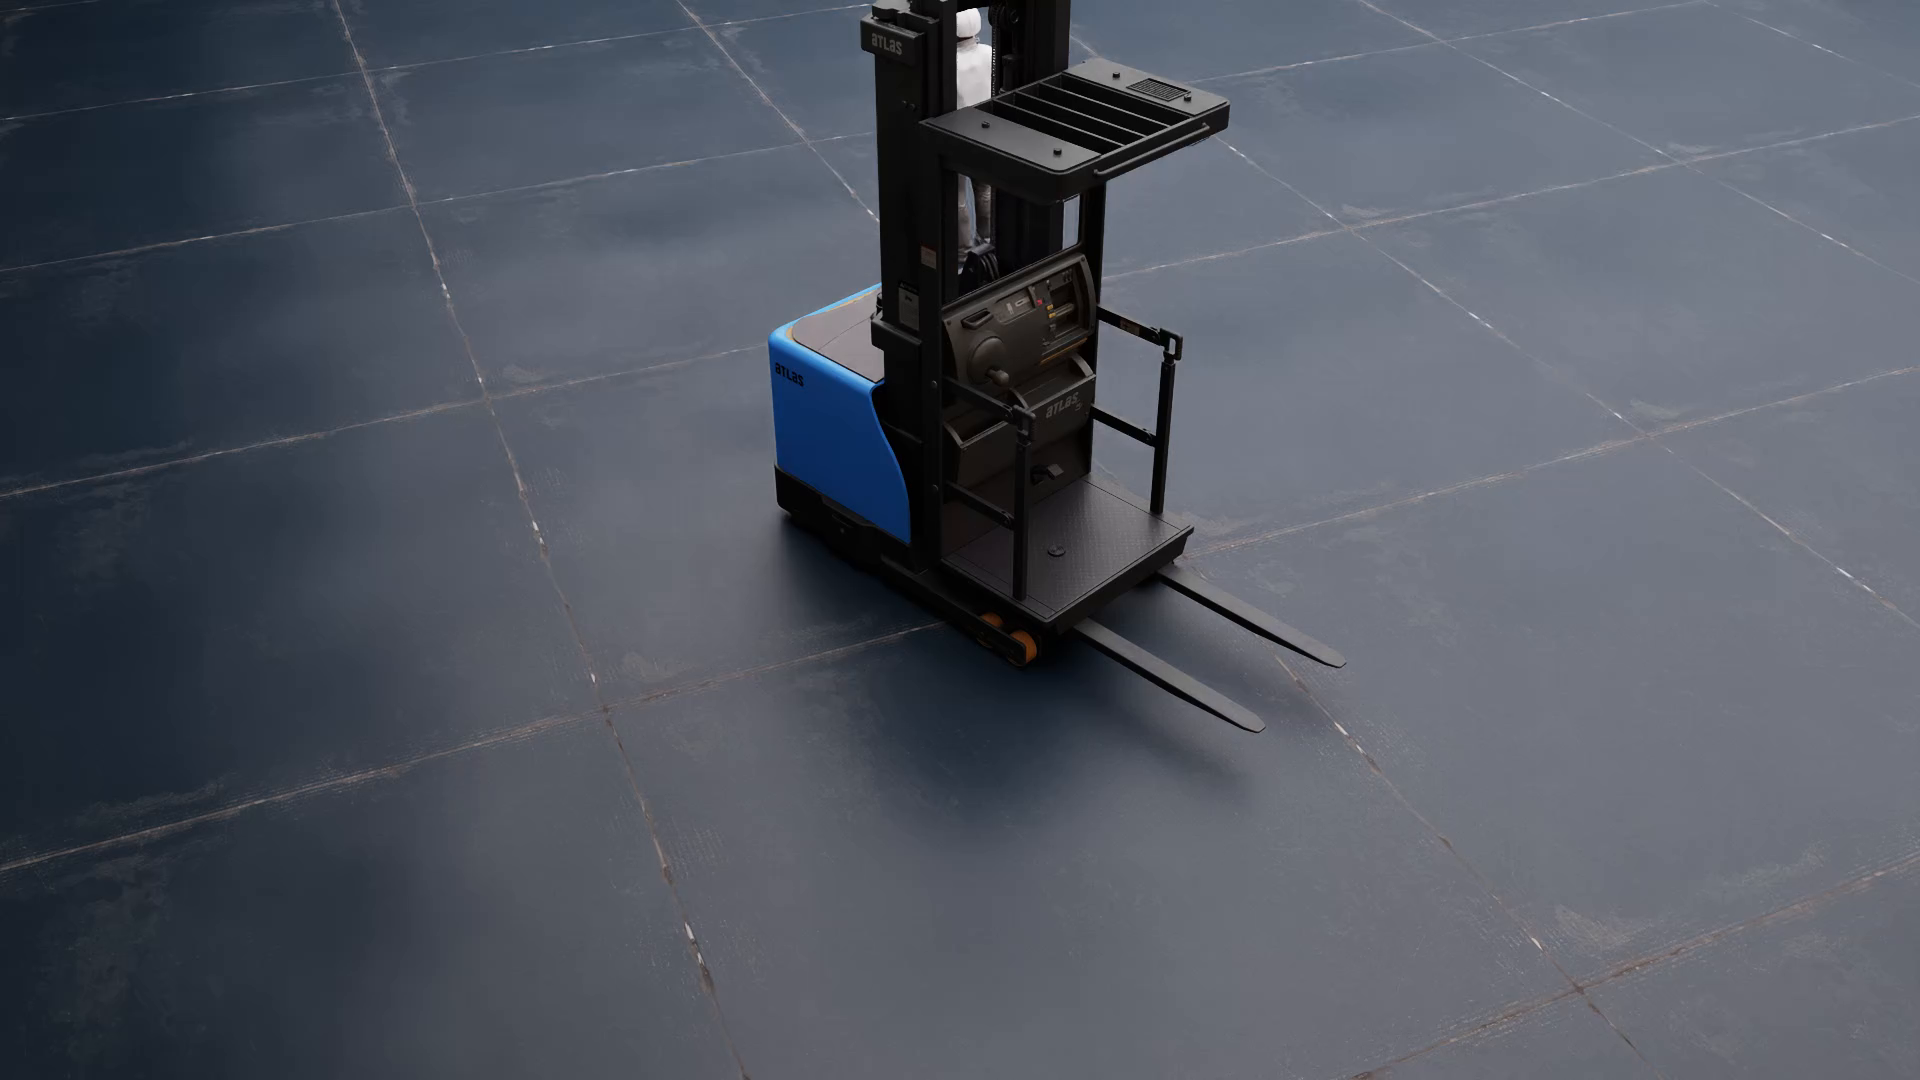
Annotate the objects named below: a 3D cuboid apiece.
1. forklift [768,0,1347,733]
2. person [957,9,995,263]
[{"bbox_3d":[0.432,-0.946,7.429,3.031,2.935,1.130,30,45,35],"label":"forklift"},{"bbox_3d":[0.002,-2.671,10.839,0.633,1.774,0.568,-14,38,-18],"label":"person"}]
